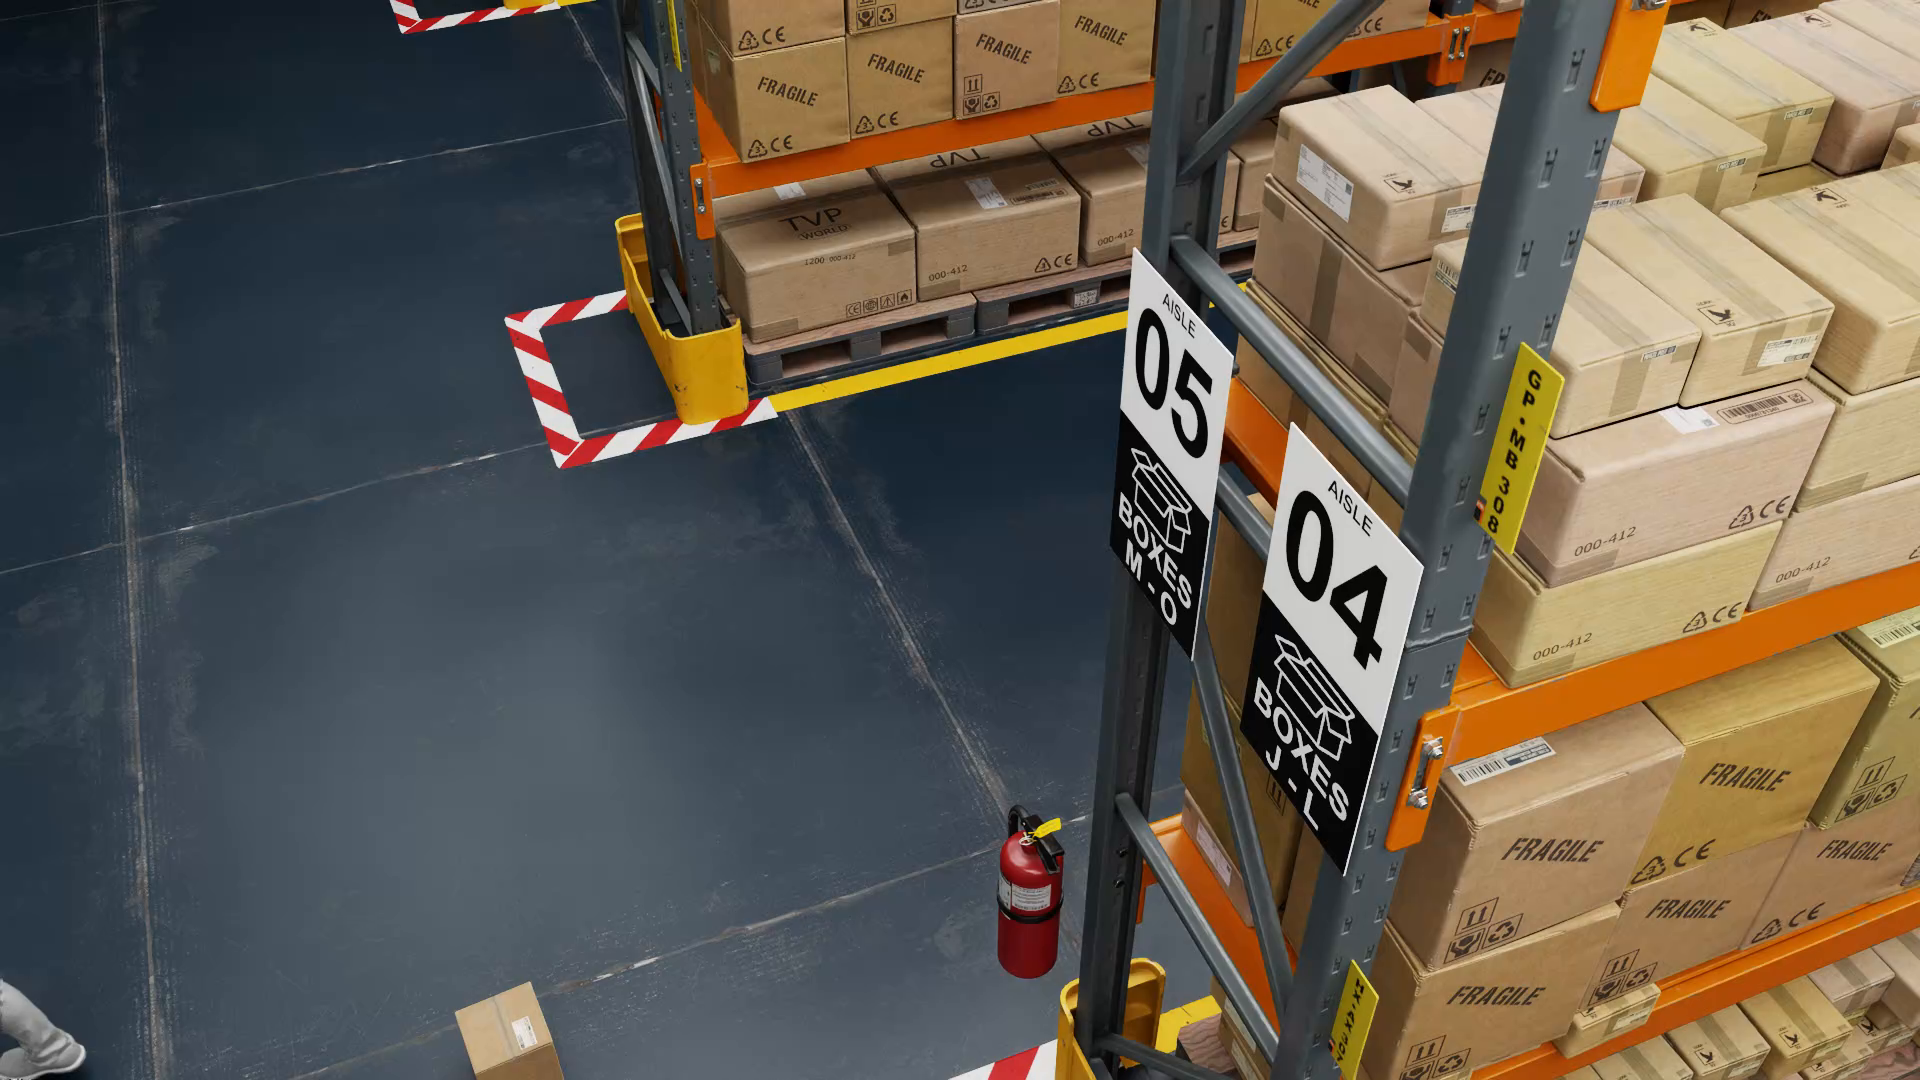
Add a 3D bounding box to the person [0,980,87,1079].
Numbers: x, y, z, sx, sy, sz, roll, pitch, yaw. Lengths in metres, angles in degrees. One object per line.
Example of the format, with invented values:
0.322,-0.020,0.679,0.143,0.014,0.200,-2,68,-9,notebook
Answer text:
-3.301,1.171,4.822,0.929,1.654,0.480,-8,43,-8,person
